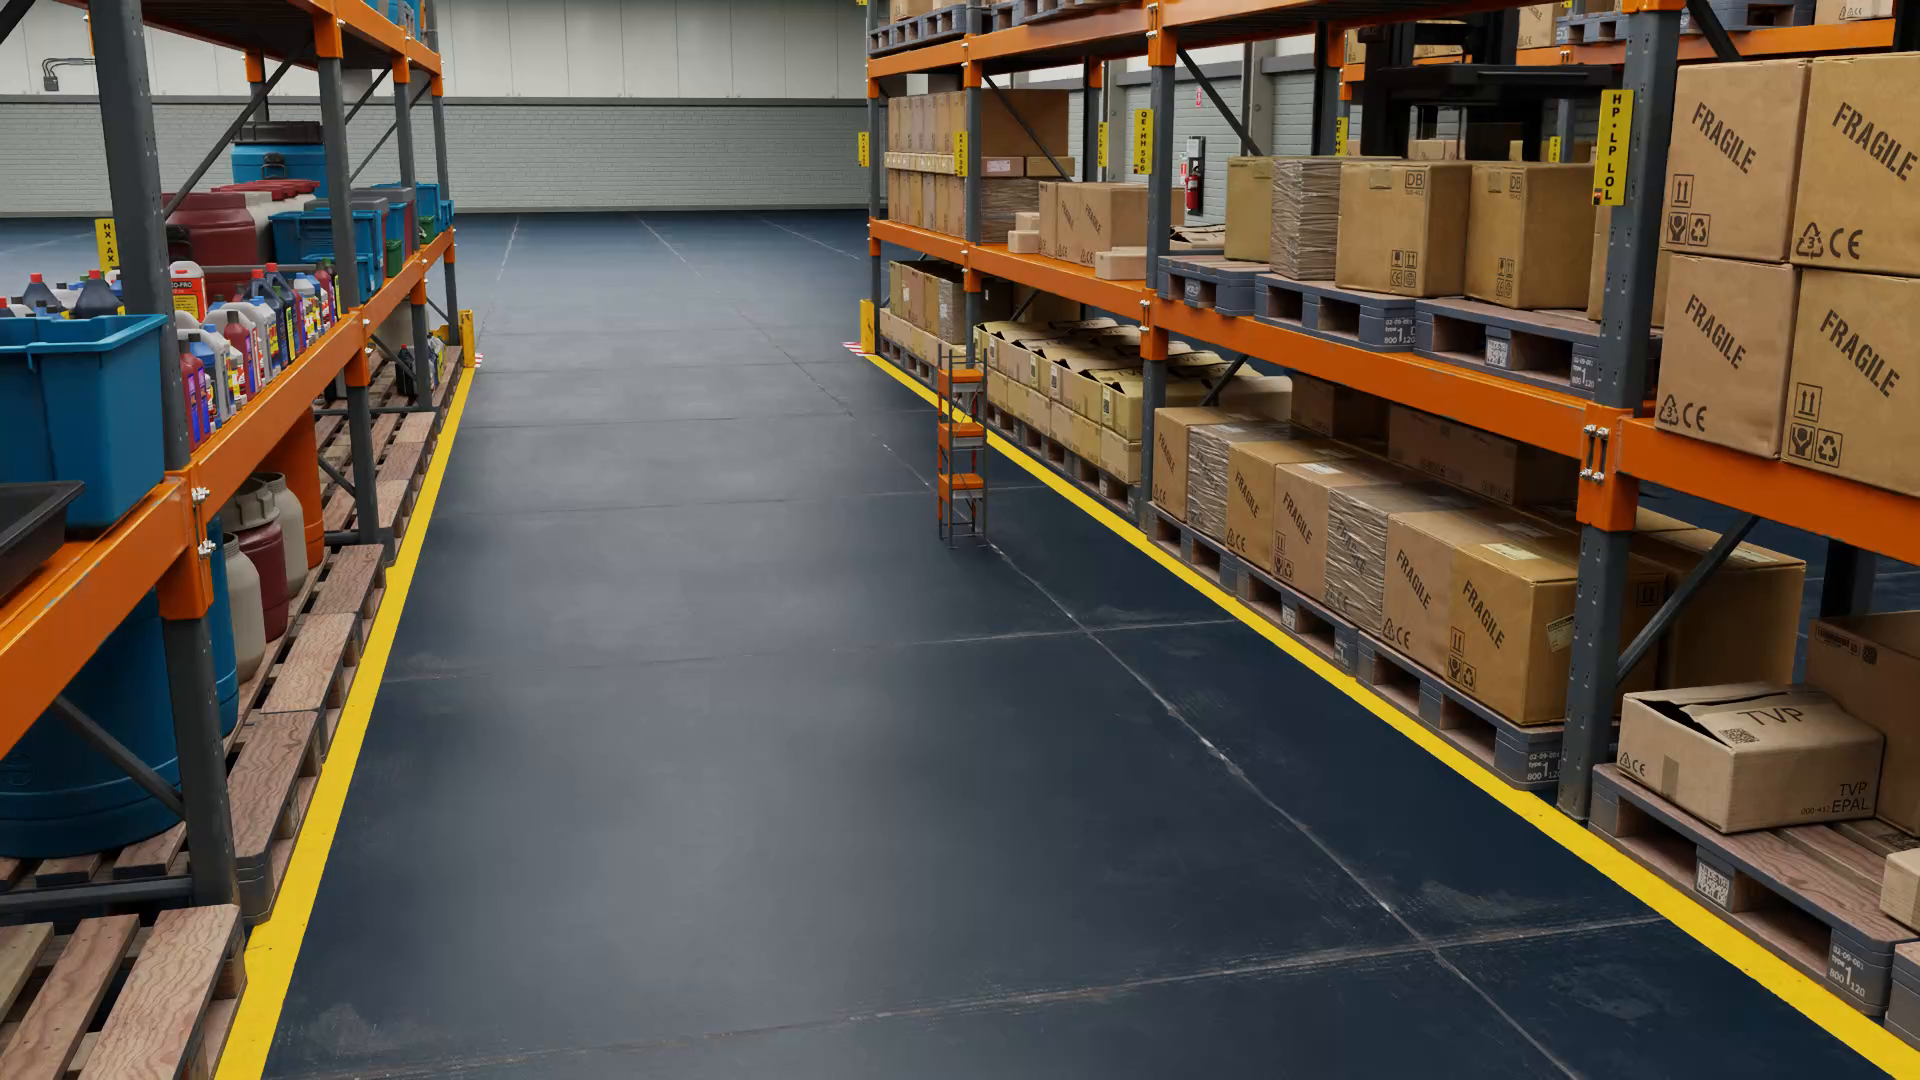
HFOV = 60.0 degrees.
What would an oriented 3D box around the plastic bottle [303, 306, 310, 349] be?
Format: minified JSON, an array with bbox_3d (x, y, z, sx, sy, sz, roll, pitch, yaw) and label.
[{"bbox_3d":[-2.598,-0.845,6.485,0.097,0.201,0.097,0,14,0],"label":"plastic bottle"}]

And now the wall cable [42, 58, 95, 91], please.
[{"bbox_3d":[-22.414,-14.544,42.331,2.305,6.003,0.169,-3,14,-13],"label":"wall cable"}]

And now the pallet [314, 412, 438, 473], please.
[{"bbox_3d":[-4.048,-0.639,11.096,1.003,0.211,1.213,-3,14,-13],"label":"pallet"}]

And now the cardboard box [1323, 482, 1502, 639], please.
[{"bbox_3d":[1.804,0.071,6.657,0.500,0.500,0.500,-3,14,-12],"label":"cardboard box"}]

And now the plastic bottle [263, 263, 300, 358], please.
[{"bbox_3d":[-2.556,-0.853,6.203,0.144,0.351,0.185,-3,14,-13],"label":"plastic bottle"}]

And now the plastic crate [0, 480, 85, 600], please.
[{"bbox_3d":[-1.868,0.021,2.973,0.437,0.125,0.590,-3,14,-13],"label":"plastic crate"}]

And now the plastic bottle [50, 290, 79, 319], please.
[{"bbox_3d":[-3.218,-0.751,5.943,0.152,0.276,0.135,-3,14,-13],"label":"plastic bottle"}]

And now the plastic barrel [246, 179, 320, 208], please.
[{"bbox_3d":[-4.259,-2.005,10.528,0.433,0.535,0.433,0,14,0],"label":"plastic barrel"}]

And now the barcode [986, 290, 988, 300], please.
[{"bbox_3d":[0.200,-1.831,12.419,0.001,0.075,0.075,-3,14,-13],"label":"barcode"}]

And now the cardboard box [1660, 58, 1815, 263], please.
[{"bbox_3d":[2.261,-1.012,4.430,0.500,0.500,0.500,-3,14,-12],"label":"cardboard box"}]

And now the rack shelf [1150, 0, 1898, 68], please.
[{"bbox_3d":[1.954,-2.171,6.688,1.077,0.370,4.000,-3,14,-13],"label":"rack shelf"}]

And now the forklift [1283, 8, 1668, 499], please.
[{"bbox_3d":[3.086,-1.764,9.970,1.130,2.935,3.031,-4,14,-15],"label":"forklift"}]

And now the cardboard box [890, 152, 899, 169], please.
[{"bbox_3d":[-0.447,-3.570,15.644,0.380,0.149,0.250,-4,14,-15],"label":"cardboard box"}]

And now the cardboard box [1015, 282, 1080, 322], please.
[{"bbox_3d":[0.741,-1.804,13.321,0.500,0.500,0.500,-3,14,-13],"label":"cardboard box"}]

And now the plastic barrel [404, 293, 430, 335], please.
[{"bbox_3d":[-4.981,-1.943,14.916,0.421,0.512,0.421,0,14,0],"label":"plastic barrel"}]

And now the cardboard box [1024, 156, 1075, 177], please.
[{"bbox_3d":[0.670,-2.884,12.833,0.380,0.149,0.250,-3,14,-13],"label":"cardboard box"}]

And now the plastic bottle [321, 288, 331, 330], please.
[{"bbox_3d":[-2.758,-1.002,7.128,0.097,0.201,0.097,0,14,0],"label":"plastic bottle"}]

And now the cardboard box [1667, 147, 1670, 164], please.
[{"bbox_3d":[5.570,-2.738,12.676,0.700,0.500,0.500,-2,14,-7],"label":"cardboard box"}]

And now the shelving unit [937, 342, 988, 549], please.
[{"bbox_3d":[0.013,-0.498,8.752,0.215,1.050,0.252,-3,14,-13],"label":"shelving unit"}]

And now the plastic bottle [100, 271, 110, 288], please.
[{"bbox_3d":[-3.448,-0.935,6.678,0.061,0.283,0.133,-3,14,-13],"label":"plastic bottle"}]

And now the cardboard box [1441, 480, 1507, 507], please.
[{"bbox_3d":[2.301,0.035,6.802,0.500,0.500,0.500,-3,14,-13],"label":"cardboard box"}]

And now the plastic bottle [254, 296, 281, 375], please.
[{"bbox_3d":[-2.426,-0.710,5.784,0.097,0.271,0.097,0,14,0],"label":"plastic bottle"}]

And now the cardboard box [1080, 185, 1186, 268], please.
[{"bbox_3d":[1.075,-1.959,10.416,0.500,0.500,0.500,-4,14,-16],"label":"cardboard box"}]

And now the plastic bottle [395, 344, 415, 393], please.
[{"bbox_3d":[-4.197,-1.300,12.584,0.144,0.351,0.185,-3,14,-13],"label":"plastic bottle"}]

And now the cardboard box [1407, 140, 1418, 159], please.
[{"bbox_3d":[4.462,-3.587,15.984,0.500,0.500,0.500,-4,14,-15],"label":"cardboard box"}]

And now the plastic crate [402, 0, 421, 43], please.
[{"bbox_3d":[-4.469,-4.121,13.188,0.392,0.384,0.575,-3,14,-13],"label":"plastic crate"}]

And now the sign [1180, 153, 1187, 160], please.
[{"bbox_3d":[3.436,-5.897,25.551,0.001,0.109,0.331,-3,14,-13],"label":"sign"}]

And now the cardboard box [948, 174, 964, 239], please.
[{"bbox_3d":[0.305,-2.719,13.526,0.700,0.500,0.500,-3,14,-14],"label":"cardboard box"}]

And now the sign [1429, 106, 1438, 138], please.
[{"bbox_3d":[4.964,-4.389,17.468,0.100,0.325,0.005,-3,14,-13],"label":"sign"}]

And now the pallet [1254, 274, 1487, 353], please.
[{"bbox_3d":[1.946,-0.983,7.035,1.003,0.211,1.213,-3,14,-13],"label":"pallet"}]

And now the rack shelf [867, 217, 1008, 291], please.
[{"bbox_3d":[0.075,-2.559,14.598,1.077,0.370,4.000,-3,14,-13],"label":"rack shelf"}]

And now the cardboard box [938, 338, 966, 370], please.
[{"bbox_3d":[0.116,-1.526,13.763,0.500,0.250,0.500,-3,14,-13],"label":"cardboard box"}]

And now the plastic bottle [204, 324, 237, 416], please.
[{"bbox_3d":[-2.217,-0.505,4.944,0.097,0.271,0.097,0,14,0],"label":"plastic bottle"}]

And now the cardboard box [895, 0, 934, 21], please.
[{"bbox_3d":[-0.270,-4.749,14.336,0.500,0.500,0.500,-3,14,-13],"label":"cardboard box"}]

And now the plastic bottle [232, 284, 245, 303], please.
[{"bbox_3d":[-2.650,-0.809,6.163,0.061,0.283,0.133,-3,14,-13],"label":"plastic bottle"}]

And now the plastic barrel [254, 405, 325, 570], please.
[{"bbox_3d":[-3.200,-0.287,7.470,0.600,0.830,0.708,-3,14,-13],"label":"plastic barrel"}]

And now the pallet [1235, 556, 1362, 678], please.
[{"bbox_3d":[1.906,0.285,7.315,1.003,0.211,1.213,-3,14,-13],"label":"pallet"}]

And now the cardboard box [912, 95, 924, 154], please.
[{"bbox_3d":[-0.037,-3.691,14.770,0.700,0.500,0.500,-3,14,-13],"label":"cardboard box"}]

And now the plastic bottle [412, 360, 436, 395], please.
[{"bbox_3d":[-4.022,-1.234,12.468,0.152,0.276,0.135,-3,14,-11],"label":"plastic bottle"}]

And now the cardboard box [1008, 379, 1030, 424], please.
[{"bbox_3d":[0.642,-0.971,11.492,0.500,0.250,0.500,-4,14,-15],"label":"cardboard box"}]

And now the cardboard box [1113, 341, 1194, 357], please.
[{"bbox_3d":[1.277,-1.160,11.080,0.500,0.311,0.500,-3,14,-14],"label":"cardboard box"}]

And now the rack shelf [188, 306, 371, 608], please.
[{"bbox_3d":[-2.861,-0.438,5.917,1.077,0.370,4.000,-3,14,-13],"label":"rack shelf"}]

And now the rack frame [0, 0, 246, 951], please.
[{"bbox_3d":[-2.392,-0.327,3.943,1.000,3.000,0.127,-3,14,-13],"label":"rack frame"}]

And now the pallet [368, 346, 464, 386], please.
[{"bbox_3d":[-4.961,-1.538,14.776,1.003,0.211,1.213,-3,14,-13],"label":"pallet"}]

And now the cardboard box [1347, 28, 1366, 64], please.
[{"bbox_3d":[4.255,-5.071,16.792,0.500,0.500,0.500,-3,14,-12],"label":"cardboard box"}]

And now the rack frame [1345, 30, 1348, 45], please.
[{"bbox_3d":[4.420,-6.561,16.823,1.000,3.000,0.127,-3,14,-13],"label":"rack frame"}]

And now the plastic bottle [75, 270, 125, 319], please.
[{"bbox_3d":[-3.068,-0.790,5.944,0.144,0.351,0.185,-3,14,-13],"label":"plastic bottle"}]

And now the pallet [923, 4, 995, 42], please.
[{"bbox_3d":[0.320,-4.057,13.078,1.003,0.211,1.213,-3,14,-13],"label":"pallet"}]

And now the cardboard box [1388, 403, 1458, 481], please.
[{"bbox_3d":[2.194,-0.437,7.156,0.500,0.250,0.500,-4,14,-14],"label":"cardboard box"}]

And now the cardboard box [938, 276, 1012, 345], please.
[{"bbox_3d":[0.118,-1.891,13.674,0.500,0.500,0.500,-3,14,-13],"label":"cardboard box"}]

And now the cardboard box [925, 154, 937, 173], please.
[{"bbox_3d":[-0.089,-3.216,14.193,0.380,0.149,0.250,-3,14,-11],"label":"cardboard box"}]

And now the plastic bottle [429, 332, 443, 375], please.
[{"bbox_3d":[-4.245,-1.493,13.372,0.144,0.351,0.185,-3,14,-11],"label":"plastic bottle"}]

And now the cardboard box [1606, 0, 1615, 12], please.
[{"bbox_3d":[5.489,-4.367,13.908,0.500,0.500,0.500,-3,14,-11],"label":"cardboard box"}]

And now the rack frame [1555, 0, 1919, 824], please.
[{"bbox_3d":[2.424,-0.602,5.070,1.000,3.000,0.127,-3,14,-13],"label":"rack frame"}]

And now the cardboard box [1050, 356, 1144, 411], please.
[{"bbox_3d":[0.878,-1.009,10.462,0.500,0.311,0.500,-3,14,-14],"label":"cardboard box"}]

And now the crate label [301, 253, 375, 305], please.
[{"bbox_3d":[-3.066,-1.286,8.224,0.303,0.233,0.416,-3,14,-13],"label":"crate label"}]

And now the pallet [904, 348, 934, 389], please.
[{"bbox_3d":[0.109,-1.561,14.870,1.003,0.211,1.213,-3,14,-13],"label":"pallet"}]
